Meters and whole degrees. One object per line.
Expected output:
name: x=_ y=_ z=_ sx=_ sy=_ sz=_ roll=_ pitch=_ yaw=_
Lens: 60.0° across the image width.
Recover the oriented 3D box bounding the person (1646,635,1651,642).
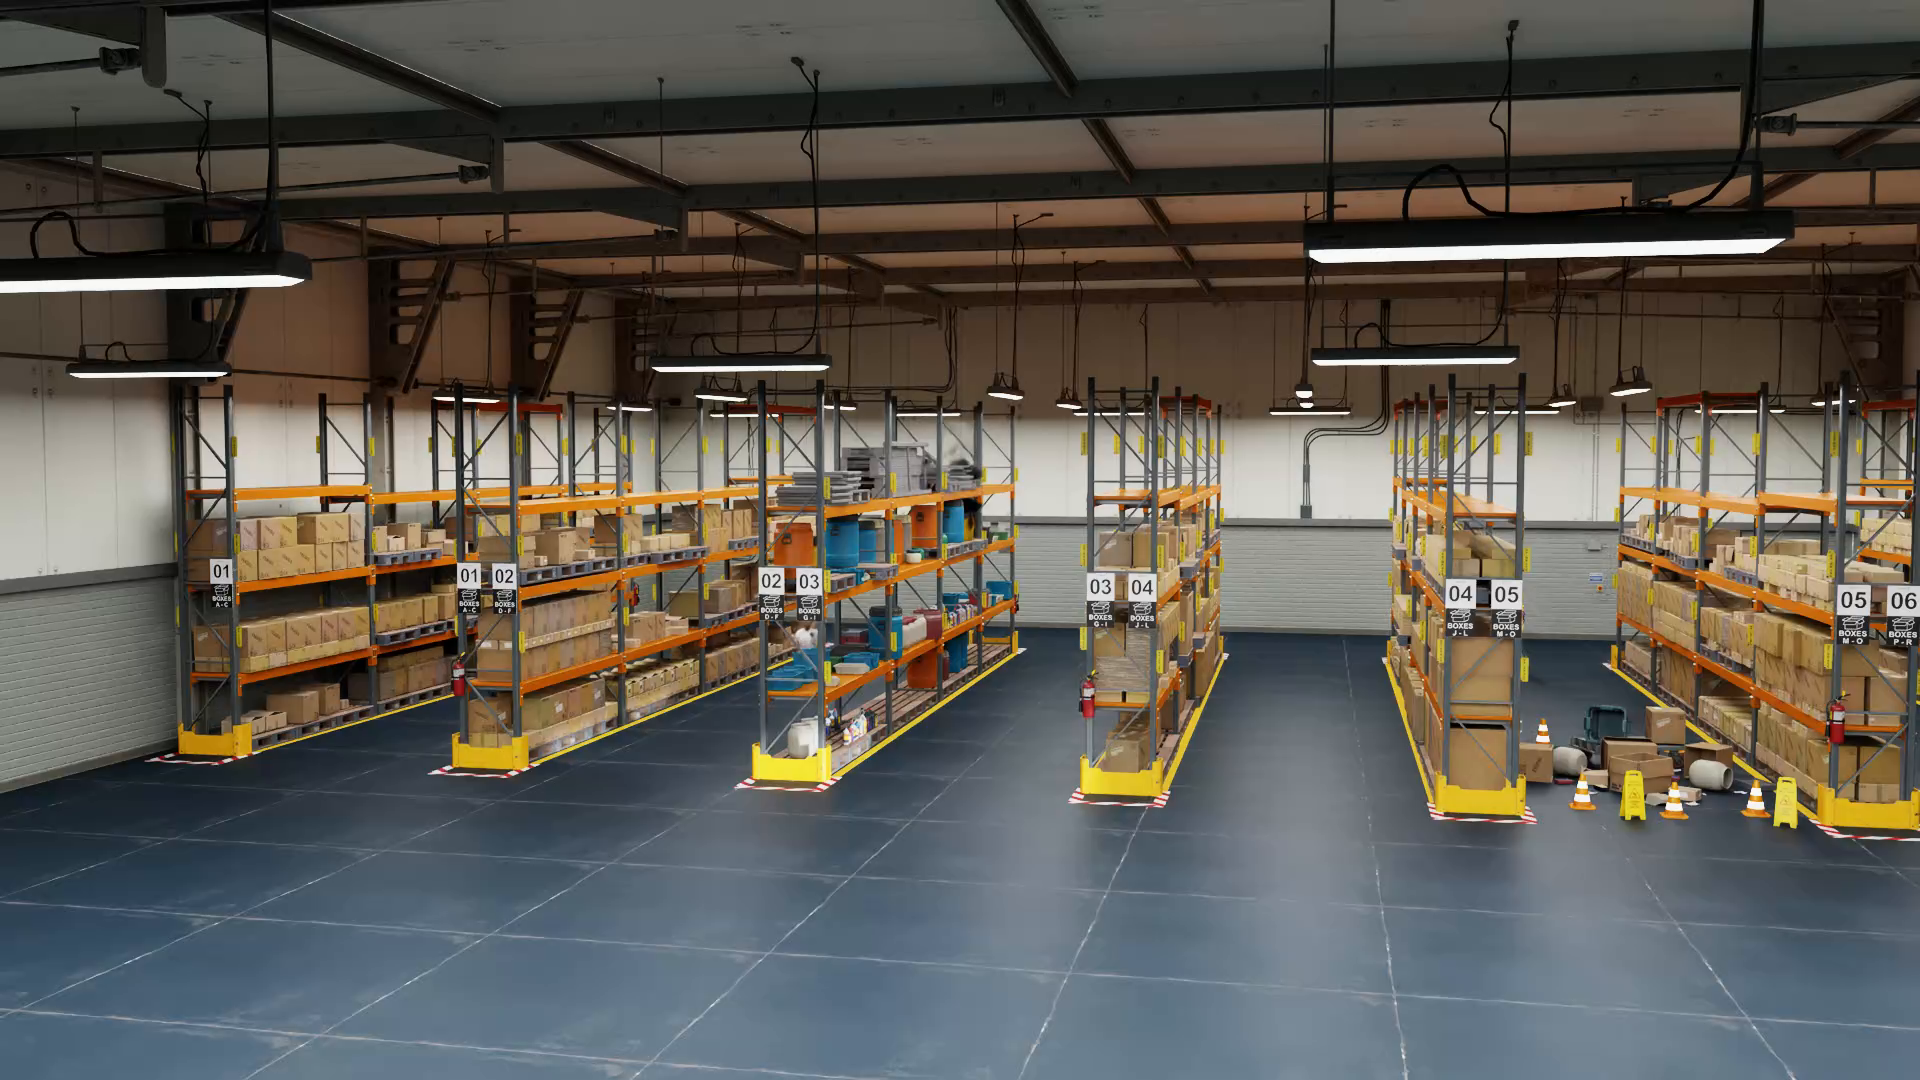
person: x=16.155 y=1.985 z=38.600 sx=0.739 sy=1.745 sz=0.690 roll=-2 pitch=4 yaw=-27

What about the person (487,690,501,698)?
person: x=-8.580 y=2.505 z=30.784 sx=0.536 sy=1.565 sz=0.651 roll=0 pitch=3 yaw=-6

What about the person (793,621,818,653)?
person: x=-3.062 y=2.325 z=33.222 sx=0.580 sy=1.655 sz=0.557 roll=0 pitch=3 yaw=0
